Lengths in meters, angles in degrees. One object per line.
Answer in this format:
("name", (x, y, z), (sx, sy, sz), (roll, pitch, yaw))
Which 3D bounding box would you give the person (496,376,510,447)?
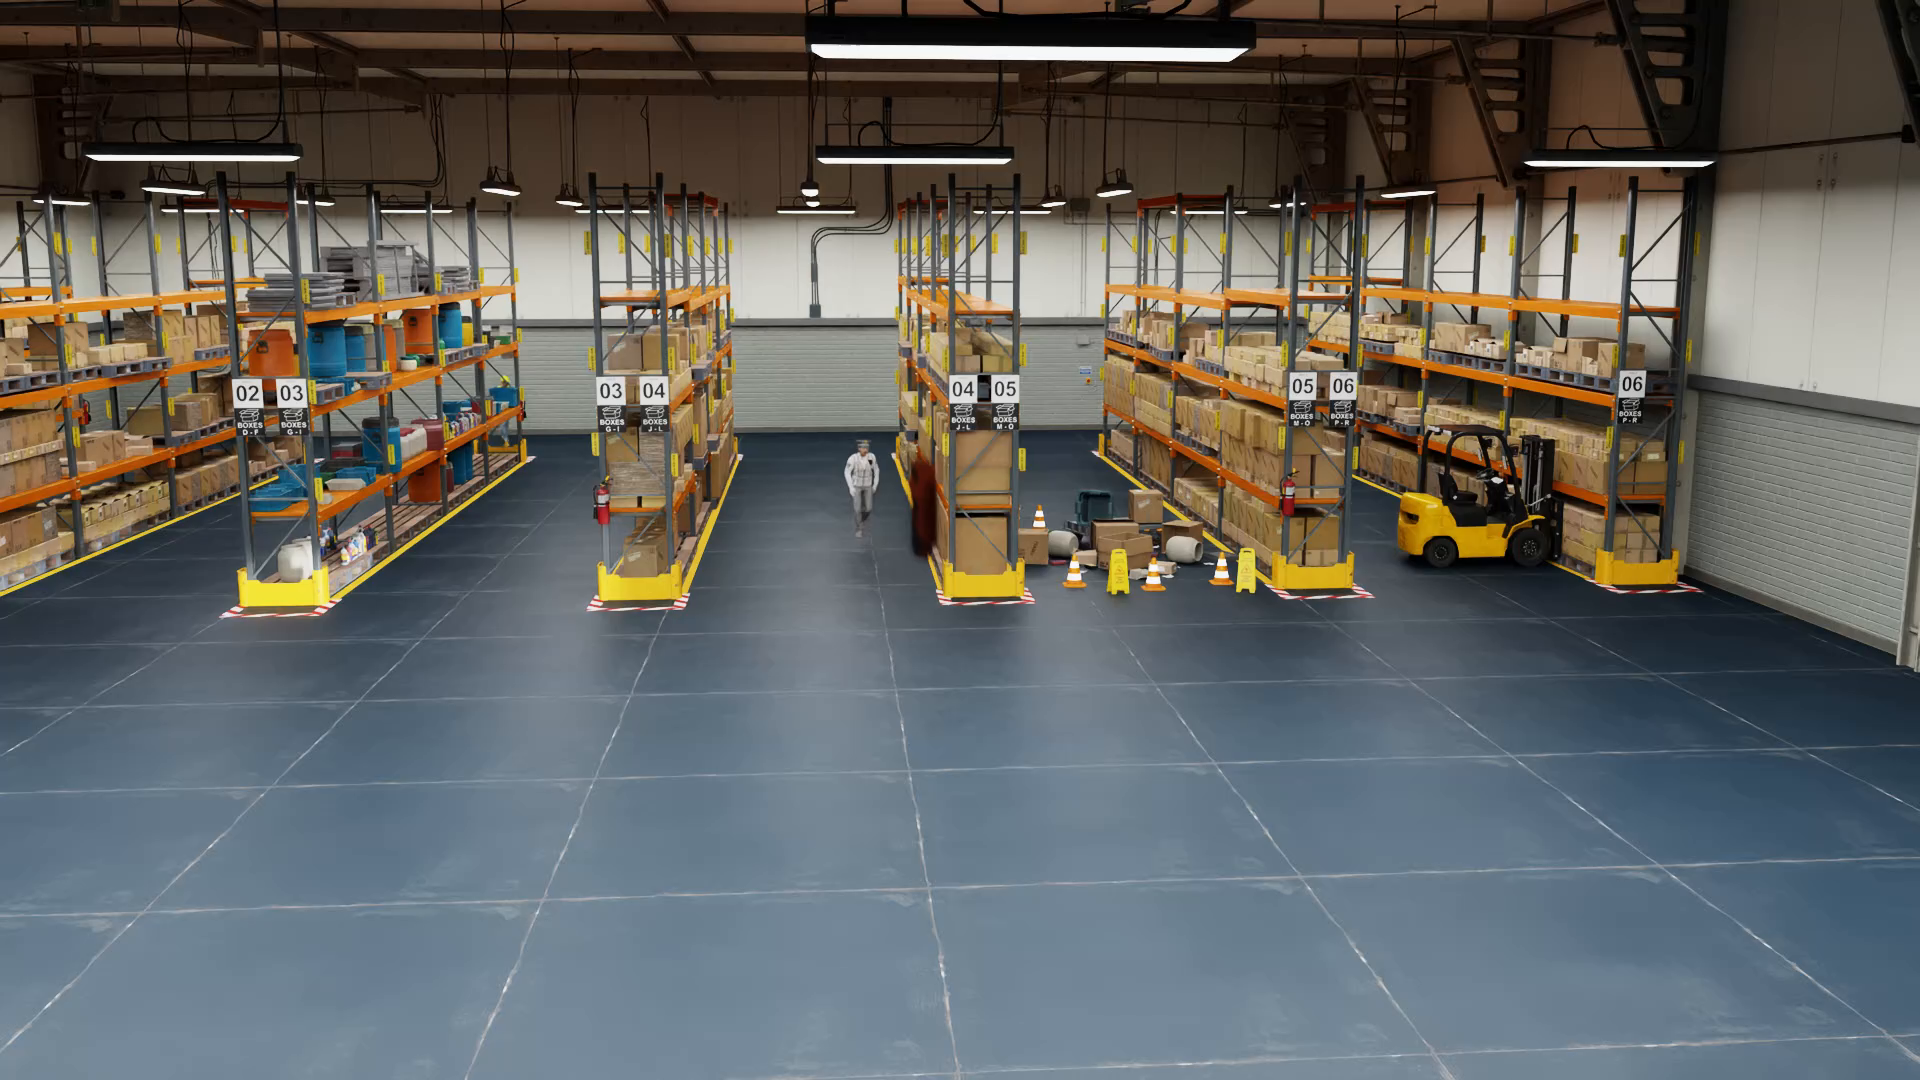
("person", (-11.588, -3.288, 42.352), (0.610, 1.784, 0.860), (-8, 13, -38))

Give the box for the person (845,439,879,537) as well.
("person", (-1.610, -0.865, 27.331), (0.585, 1.632, 0.536), (-2, 10, -12))
